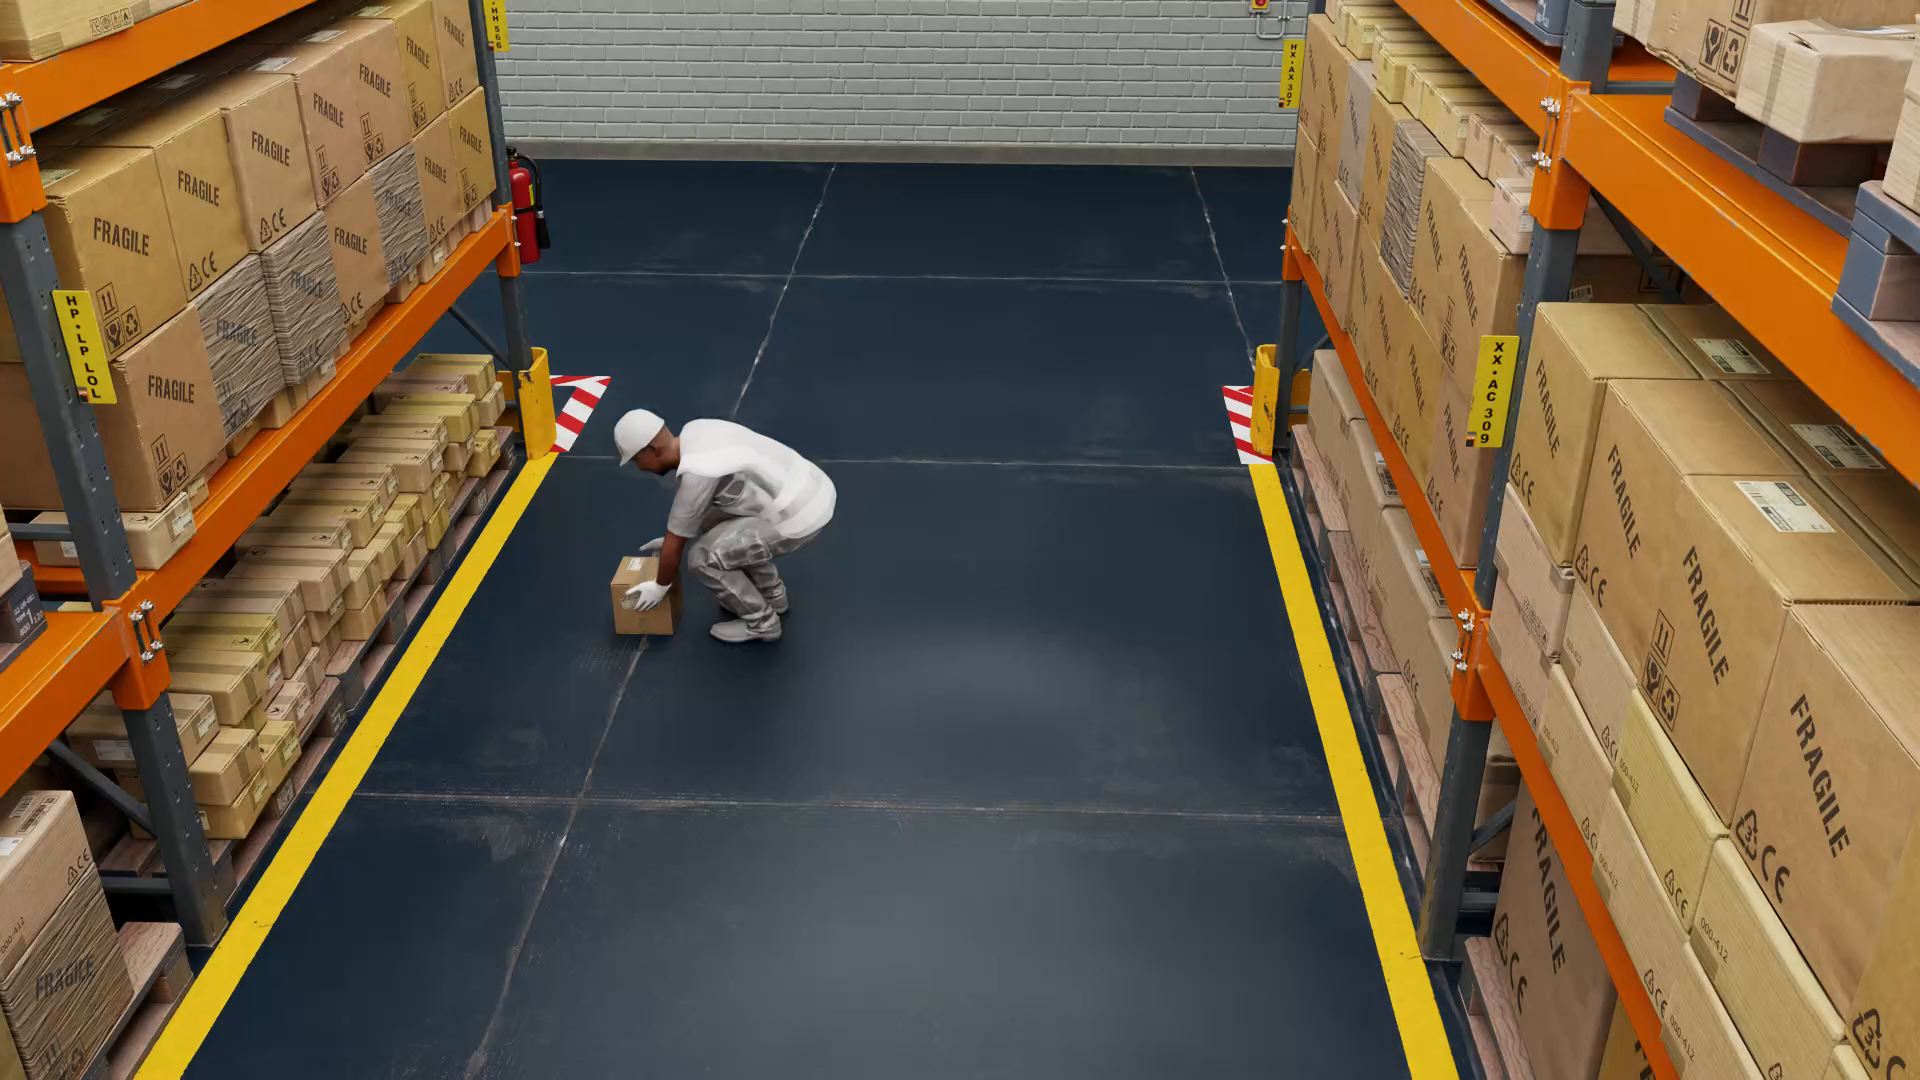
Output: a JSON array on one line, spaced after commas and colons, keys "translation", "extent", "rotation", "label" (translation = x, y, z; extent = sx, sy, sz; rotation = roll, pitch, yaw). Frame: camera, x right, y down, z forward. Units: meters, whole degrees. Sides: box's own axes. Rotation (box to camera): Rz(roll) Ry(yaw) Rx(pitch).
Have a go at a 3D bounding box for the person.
[{"translation": [-0.980, -0.073, 7.045], "extent": [0.899, 1.037, 0.577], "rotation": [1, 28, 2], "label": "person"}]
